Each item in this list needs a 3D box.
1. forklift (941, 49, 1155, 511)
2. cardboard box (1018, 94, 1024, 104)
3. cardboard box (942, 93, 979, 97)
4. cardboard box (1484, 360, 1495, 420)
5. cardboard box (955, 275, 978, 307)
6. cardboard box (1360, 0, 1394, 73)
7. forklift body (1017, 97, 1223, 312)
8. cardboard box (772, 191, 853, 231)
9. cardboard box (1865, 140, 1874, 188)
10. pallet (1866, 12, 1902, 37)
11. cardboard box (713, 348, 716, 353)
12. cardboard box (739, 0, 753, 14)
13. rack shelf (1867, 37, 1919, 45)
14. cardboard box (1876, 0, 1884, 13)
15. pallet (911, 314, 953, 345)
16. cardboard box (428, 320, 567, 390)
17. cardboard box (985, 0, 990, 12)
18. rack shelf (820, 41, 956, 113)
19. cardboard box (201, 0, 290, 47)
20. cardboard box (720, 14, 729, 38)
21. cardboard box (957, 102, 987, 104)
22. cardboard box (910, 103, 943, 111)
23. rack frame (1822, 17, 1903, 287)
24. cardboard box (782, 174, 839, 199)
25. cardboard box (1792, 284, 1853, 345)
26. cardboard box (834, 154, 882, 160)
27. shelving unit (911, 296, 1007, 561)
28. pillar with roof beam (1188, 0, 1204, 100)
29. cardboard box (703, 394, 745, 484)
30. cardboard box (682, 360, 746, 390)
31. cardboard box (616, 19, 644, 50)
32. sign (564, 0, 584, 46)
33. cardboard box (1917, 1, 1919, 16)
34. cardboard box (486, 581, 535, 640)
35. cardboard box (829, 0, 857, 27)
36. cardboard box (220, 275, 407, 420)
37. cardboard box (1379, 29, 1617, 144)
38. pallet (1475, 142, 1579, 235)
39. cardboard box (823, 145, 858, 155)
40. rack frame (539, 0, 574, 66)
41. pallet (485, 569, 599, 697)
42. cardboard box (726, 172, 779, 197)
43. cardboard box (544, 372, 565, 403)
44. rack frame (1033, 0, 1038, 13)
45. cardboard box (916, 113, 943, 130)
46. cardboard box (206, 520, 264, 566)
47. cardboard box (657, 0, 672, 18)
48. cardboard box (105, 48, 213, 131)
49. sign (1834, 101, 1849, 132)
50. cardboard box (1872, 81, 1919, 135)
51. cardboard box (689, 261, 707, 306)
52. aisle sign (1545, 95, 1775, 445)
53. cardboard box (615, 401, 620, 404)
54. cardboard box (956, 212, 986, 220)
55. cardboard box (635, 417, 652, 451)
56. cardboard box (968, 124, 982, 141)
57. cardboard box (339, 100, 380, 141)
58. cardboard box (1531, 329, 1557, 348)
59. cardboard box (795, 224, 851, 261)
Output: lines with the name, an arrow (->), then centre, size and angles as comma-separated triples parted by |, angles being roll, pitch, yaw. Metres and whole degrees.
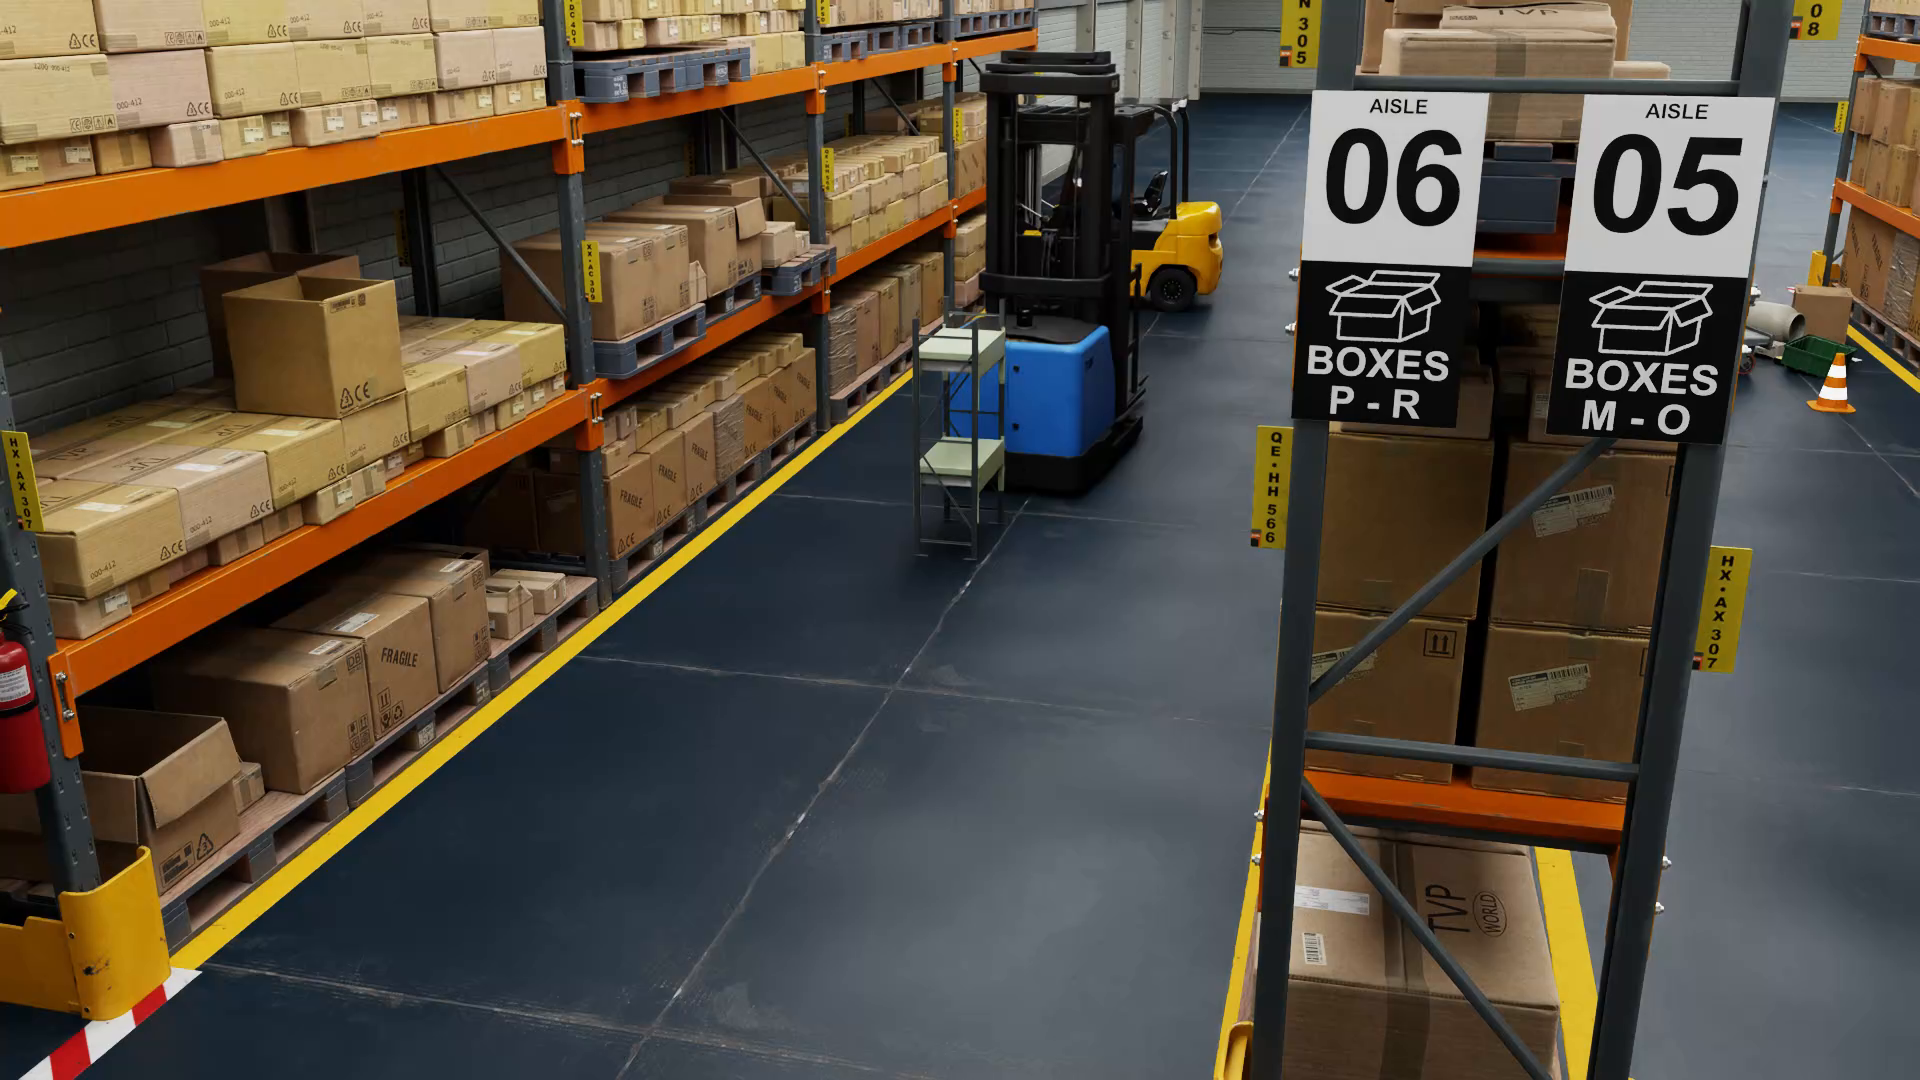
forklift -> 8.633, -0.704, 7.898 | 19.036, 3.140, 7.243 | 6, 20, 17
cardboard box -> 0.542, -5.198, 19.646 | 0.380, 0.149, 0.250 | 5, 19, 14
cardboard box -> 0.010, -5.160, 19.535 | 0.380, 0.149, 0.250 | 5, 20, 15
cardboard box -> 1.843, -0.237, 5.039 | 0.500, 0.500, 0.500 | 4, 19, 12
cardboard box -> -0.113, -2.601, 17.266 | 0.500, 0.250, 0.500 | 5, 19, 14
cardboard box -> 1.960, -2.225, 6.961 | 0.500, 0.500, 0.500 | 5, 19, 14
forklift body -> 1.731, -3.692, 18.168 | 2.313, 2.155, 1.214 | 5, 19, 13
cardboard box -> -1.160, -2.608, 13.140 | 0.500, 0.250, 0.500 | 5, 19, 13
cardboard box -> 9.904, -3.859, 17.112 | 0.875, 0.550, 0.550 | 5, 19, 13
pallet -> 9.893, -5.226, 16.843 | 1.003, 0.211, 1.213 | 5, 19, 13
cardboard box -> -2.050, -1.427, 12.439 | 0.380, 0.149, 0.250 | 5, 20, 15
cardboard box -> -1.585, -3.544, 10.936 | 0.380, 0.149, 0.250 | 4, 19, 12
rack shelf -> 9.575, -4.626, 15.761 | 0.919, 0.124, 3.809 | 5, 19, 13
cardboard box -> 9.608, -5.466, 16.994 | 0.380, 0.149, 0.250 | 5, 19, 14
pallet -> -0.695, -2.024, 16.288 | 1.003, 0.211, 1.213 | 5, 19, 13
cardboard box -> -2.395, -0.961, 8.634 | 0.500, 0.250, 0.500 | 5, 20, 15
cardboard box -> 0.105, -5.621, 17.267 | 0.396, 0.266, 0.258 | 4, 19, 12
rack shelf -> -1.041, -4.030, 14.318 | 1.077, 0.370, 4.000 | 5, 19, 13
cardboard box -> -2.880, -1.978, 6.197 | 0.500, 0.250, 0.500 | 4, 19, 13
cardboard box -> -1.723, -3.330, 10.771 | 0.380, 0.149, 0.250 | 5, 20, 15
cardboard box -> 0.173, -4.717, 18.237 | 0.380, 0.149, 0.250 | 5, 19, 14
cardboard box -> -0.331, -4.673, 18.109 | 0.380, 0.149, 0.250 | 5, 20, 15
rack frame -> 10.064, -4.082, 17.997 | 1.000, 3.000, 0.127 | 5, 19, 13
cardboard box -> -1.166, -2.755, 12.955 | 0.380, 0.149, 0.250 | 5, 20, 15
cardboard box -> 8.471, -2.214, 16.392 | 0.500, 0.500, 0.500 | 8, 21, 23
cardboard box -> -0.891, -3.250, 14.403 | 0.380, 0.149, 0.250 | 5, 19, 13
shelving unit -> 0.002, -0.712, 10.451 | 0.431, 1.500, 0.755 | 5, 19, 13
pillar with roof beam -> 10.885, -16.587, 45.327 | 9.100, 9.000, 0.400 | 5, 19, 13
cardboard box -> -1.791, -0.706, 11.332 | 0.500, 0.500, 0.500 | 4, 19, 11
cardboard box -> -1.718, -1.148, 11.621 | 0.380, 0.149, 0.250 | 4, 19, 13
cardboard box -> -1.951, -2.758, 9.065 | 0.380, 0.149, 0.250 | 5, 19, 14
sign -> -1.979, -2.694, 8.494 | 0.100, 0.325, 0.005 | 5, 19, 13
cardboard box -> 9.237, -4.992, 15.607 | 0.380, 0.149, 0.250 | 5, 19, 13
cardboard box -> -2.446, 0.334, 8.648 | 0.396, 0.266, 0.258 | 5, 20, 15
cardboard box -> -1.116, -4.245, 12.875 | 0.500, 0.500, 0.500 | 5, 19, 14
cardboard box -> -2.746, -0.833, 7.096 | 0.500, 0.500, 0.500 | 5, 20, 15
cardboard box -> 1.352, -1.169, 4.256 | 0.500, 0.250, 0.500 | 3, 19, 8
pallet -> 1.501, -1.037, 4.579 | 1.003, 0.211, 1.213 | 5, 19, 13
cardboard box -> -1.152, -3.523, 15.204 | 0.380, 0.149, 0.250 | 5, 19, 13
rack frame -> -2.507, -3.910, 8.212 | 1.000, 3.000, 0.127 | 5, 19, 13
pallet -> -2.676, 0.464, 9.002 | 1.003, 0.211, 1.213 | 5, 19, 13
cardboard box -> -1.647, -2.797, 13.076 | 0.380, 0.149, 0.250 | 5, 20, 15
cardboard box -> -2.340, -0.832, 8.871 | 0.380, 0.149, 0.250 | 5, 19, 14
rack frame -> 0.425, -7.671, 19.223 | 1.000, 3.000, 0.127 | 5, 19, 13
cardboard box -> -0.228, -4.240, 16.842 | 0.380, 0.149, 0.250 | 5, 19, 14
cardboard box -> -2.969, -0.022, 6.501 | 0.380, 0.149, 0.250 | 5, 20, 15
cardboard box -> -1.872, -3.065, 9.504 | 0.380, 0.149, 0.250 | 4, 19, 13
cardboard box -> -3.007, -1.585, 5.817 | 0.500, 0.250, 0.500 | 5, 19, 14
sign -> 9.527, -4.575, 17.978 | 0.100, 0.325, 0.005 | 5, 19, 13
cardboard box -> 9.891, -4.371, 16.941 | 0.875, 0.550, 0.550 | 5, 19, 13
cardboard box -> -1.795, -1.611, 10.321 | 0.396, 0.266, 0.258 | 6, 20, 16
aisle sign -> 1.593, -0.611, 3.813 | 0.394, 0.787, 0.004 | 5, 19, 13
cardboard box -> -2.430, -0.856, 10.766 | 0.380, 0.149, 0.250 | 5, 20, 15
cardboard box -> 0.115, -3.392, 18.035 | 0.500, 0.250, 0.500 | 5, 20, 15
cardboard box -> -2.117, -0.659, 10.190 | 0.380, 0.149, 0.250 | 4, 19, 11
cardboard box -> 0.011, -4.248, 17.326 | 0.380, 0.149, 0.250 | 5, 20, 15
cardboard box -> -2.656, -1.750, 6.919 | 0.380, 0.149, 0.250 | 5, 20, 14
cardboard box -> 1.855, -0.503, 4.814 | 0.380, 0.149, 0.250 | 5, 20, 15
cardboard box -> -1.184, -2.373, 13.227 | 0.500, 0.250, 0.500 | 5, 19, 14
